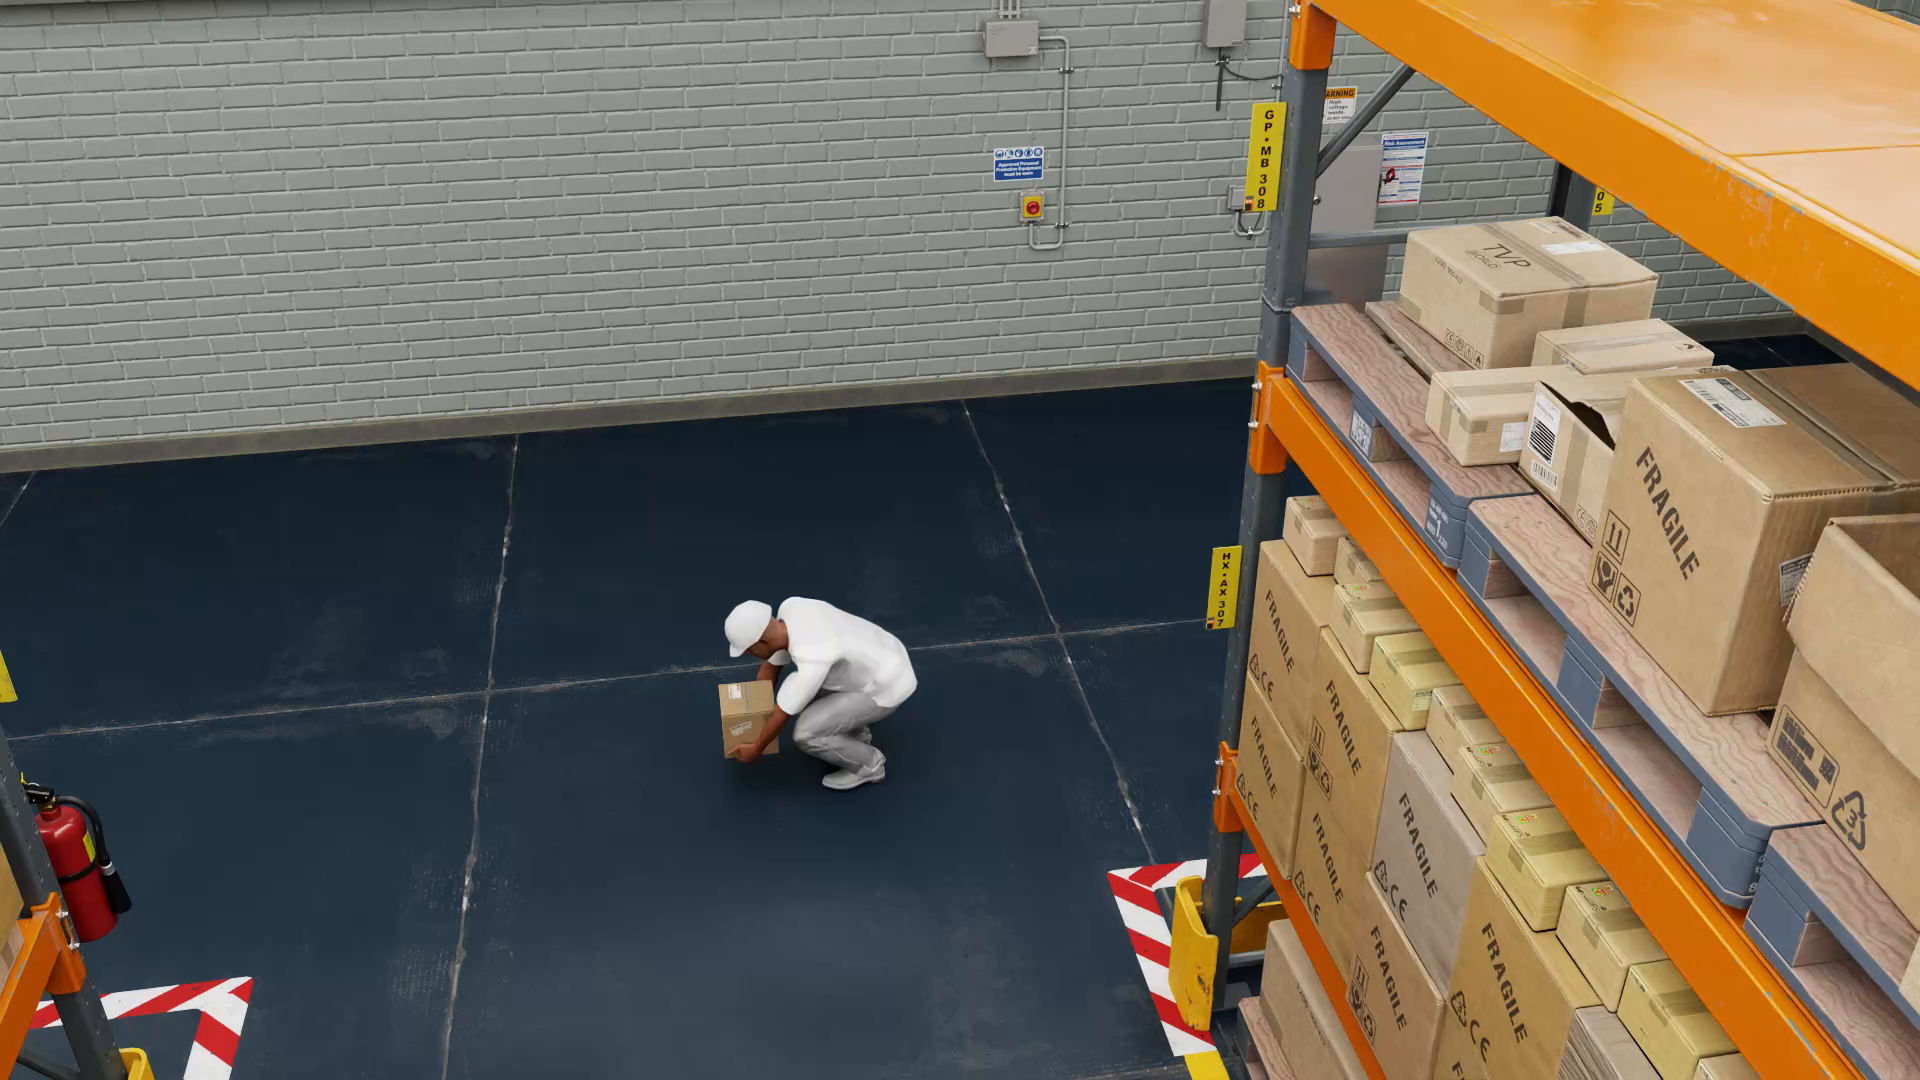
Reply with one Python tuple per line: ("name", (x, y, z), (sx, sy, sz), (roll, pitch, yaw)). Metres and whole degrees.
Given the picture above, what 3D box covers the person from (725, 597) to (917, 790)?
("person", (-0.653, 0.675, 7.722), (0.903, 1.011, 0.542), (-6, 31, -10))
